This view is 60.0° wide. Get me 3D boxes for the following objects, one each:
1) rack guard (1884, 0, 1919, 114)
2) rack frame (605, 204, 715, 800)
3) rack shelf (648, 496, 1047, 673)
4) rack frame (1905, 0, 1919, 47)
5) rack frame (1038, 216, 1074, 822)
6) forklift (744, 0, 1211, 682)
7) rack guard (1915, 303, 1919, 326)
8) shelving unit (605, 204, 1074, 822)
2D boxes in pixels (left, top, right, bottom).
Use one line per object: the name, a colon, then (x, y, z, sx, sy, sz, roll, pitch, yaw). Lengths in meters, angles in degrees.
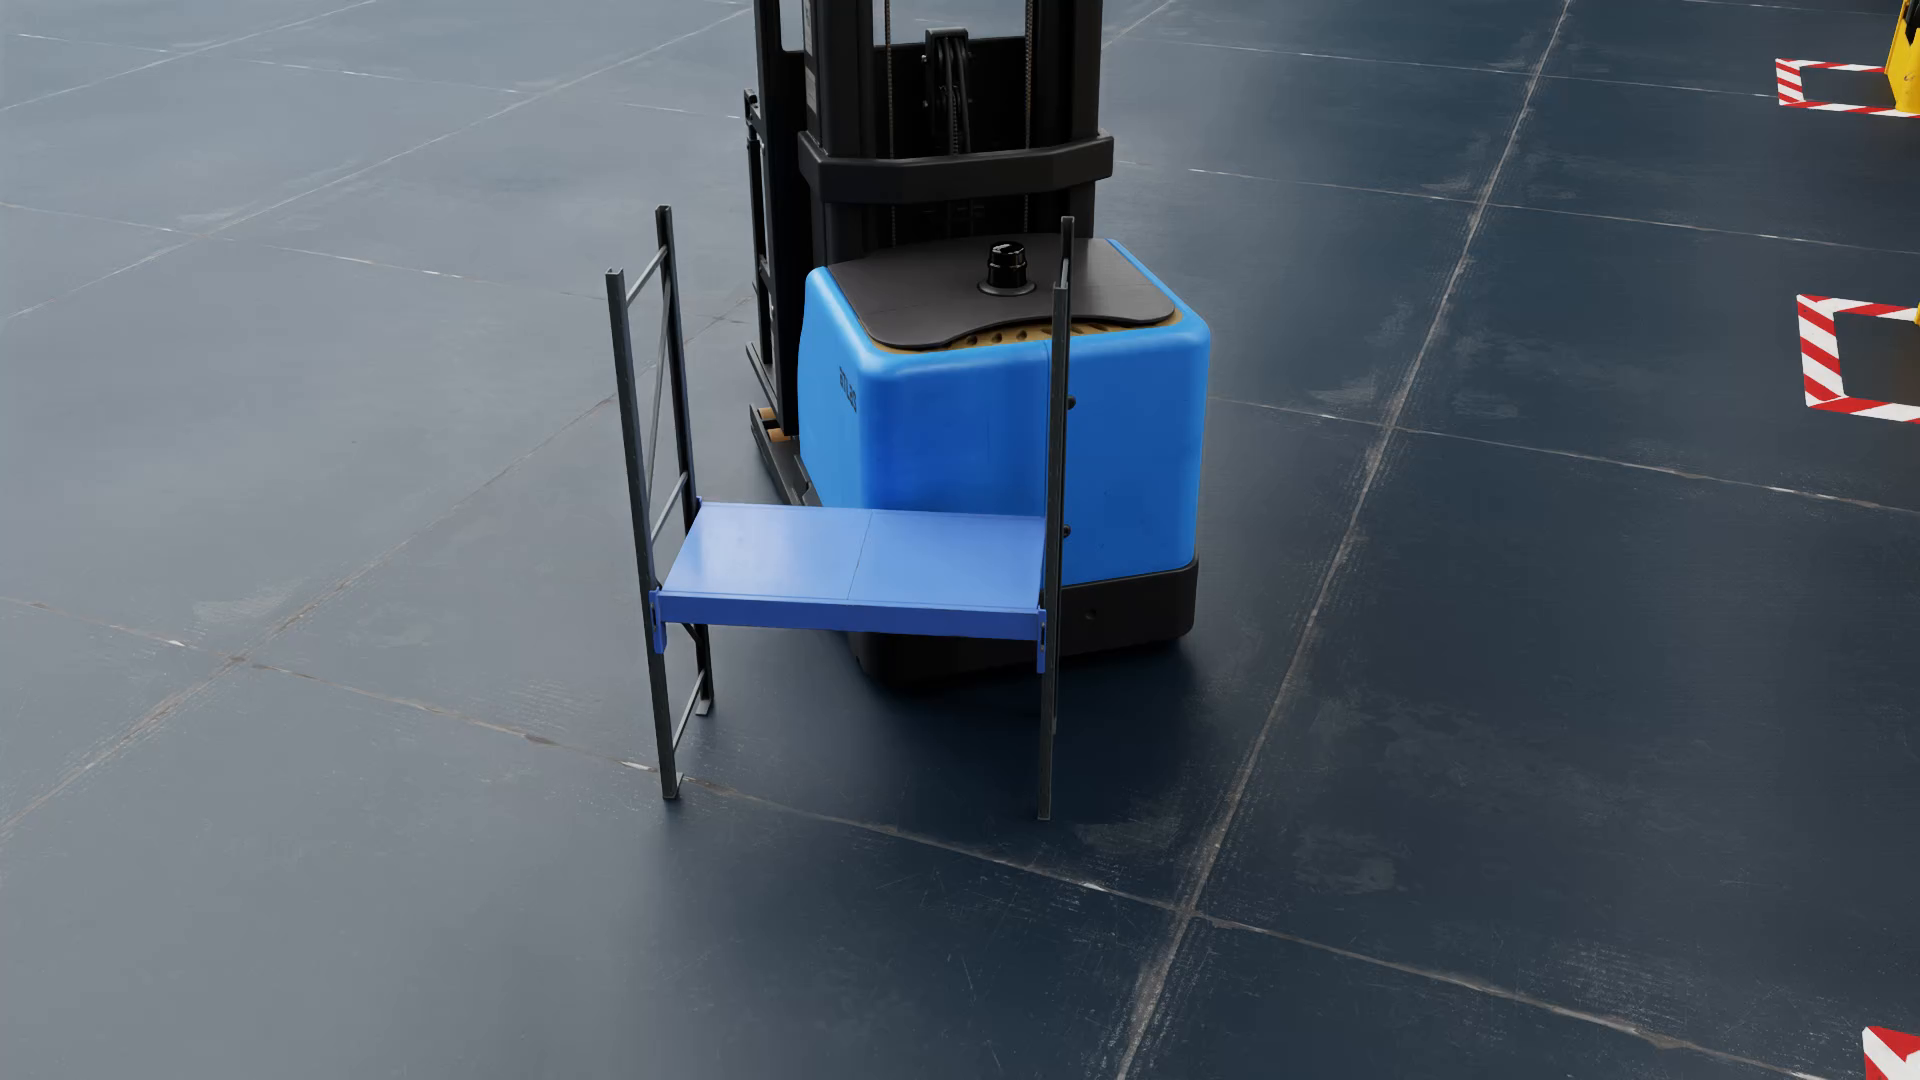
rack guard: (6.328, -3.169, 10.849, 0.348, 0.500, 1.175, 11, 31, 19)
rack frame: (-0.768, -0.072, 4.353, 0.032, 1.500, 0.500, 3, 30, 5)
rack shelf: (-0.261, 0.107, 4.402, 1.000, 0.185, 0.538, 3, 30, 5)
rack frame: (6.258, -4.272, 10.259, 0.127, 3.000, 1.000, 11, 31, 19)
rack frame: (0.245, -0.027, 4.273, 0.032, 1.500, 0.500, 3, 30, 5)
forklift: (-0.171, -1.571, 5.551, 1.130, 2.935, 3.031, -8, 30, -14)
rack guard: (4.277, -0.945, 6.914, 0.348, 0.500, 1.175, 11, 31, 19)
shelving unit: (-0.261, -0.049, 4.313, 1.048, 1.500, 0.538, 3, 30, 5)
